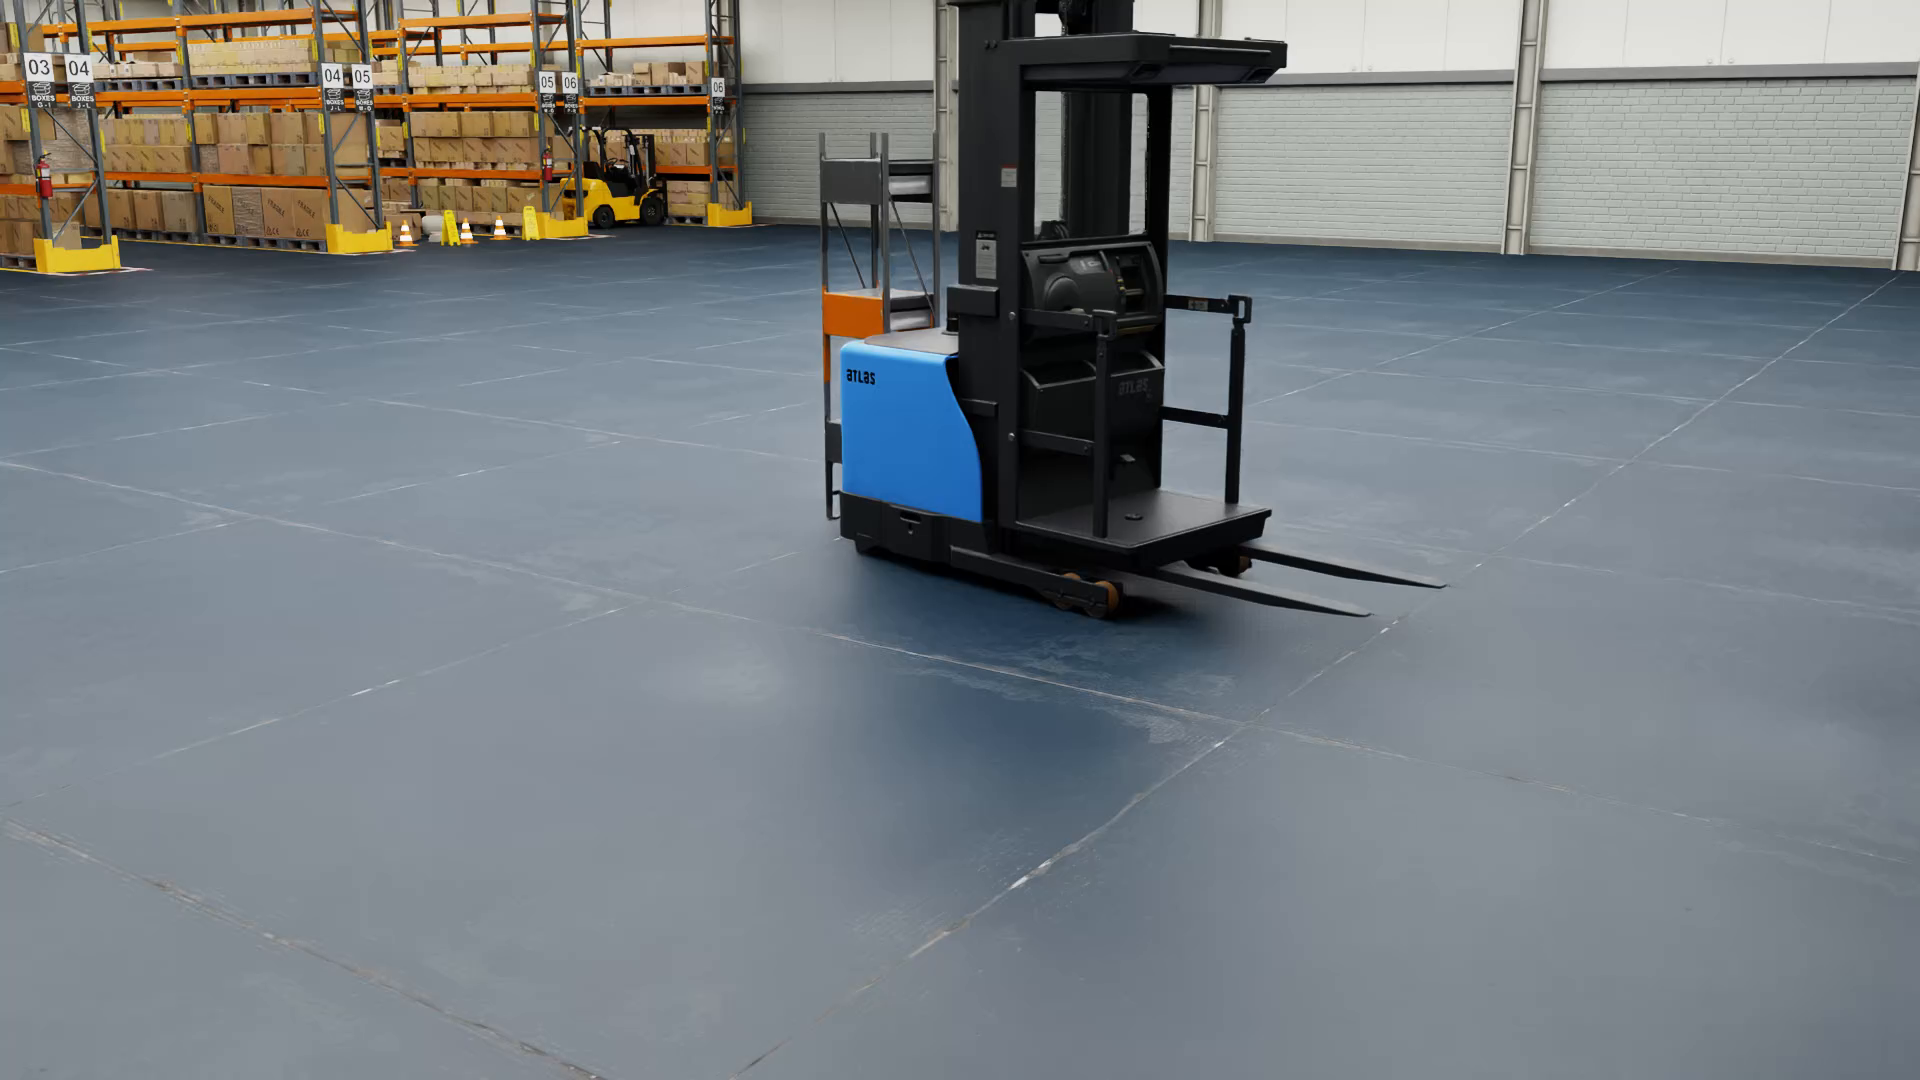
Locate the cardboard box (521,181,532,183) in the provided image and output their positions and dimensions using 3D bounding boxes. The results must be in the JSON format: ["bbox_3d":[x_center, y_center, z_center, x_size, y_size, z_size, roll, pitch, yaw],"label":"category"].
[{"bbox_3d":[-10.794,-8.527,41.094,0.625,0.625,0.875,10,17,35],"label":"cardboard box"}]

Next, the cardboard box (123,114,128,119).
[{"bbox_3d":[-20.231,-10.342,40.719,0.250,0.149,0.380,9,17,33],"label":"cardboard box"}]

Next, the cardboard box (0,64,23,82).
[{"bbox_3d":[-14.052,-7.006,24.954,0.500,0.250,0.500,10,17,34],"label":"cardboard box"}]

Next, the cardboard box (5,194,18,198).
[{"bbox_3d":[-19.707,-7.326,34.941,0.500,0.250,0.500,10,17,34],"label":"cardboard box"}]

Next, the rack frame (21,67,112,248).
[{"bbox_3d":[-13.510,-5.609,25.240,0.127,3.000,1.000,9,17,33],"label":"rack frame"}]

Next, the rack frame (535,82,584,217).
[{"bbox_3d":[-7.980,-7.585,33.222,0.127,3.000,1.000,9,17,33],"label":"rack frame"}]

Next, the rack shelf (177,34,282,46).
[{"bbox_3d":[-16.277,-11.295,38.053,4.000,0.370,1.077,9,17,33],"label":"rack shelf"}]

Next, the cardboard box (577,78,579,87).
[{"bbox_3d":[-9.268,-10.825,39.172,0.500,0.311,0.500,9,16,31],"label":"cardboard box"}]

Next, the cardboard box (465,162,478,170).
[{"bbox_3d":[-9.935,-7.692,34.175,0.250,0.149,0.380,9,17,33],"label":"cardboard box"}]

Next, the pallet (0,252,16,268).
[{"bbox_3d":[-15.236,-4.545,26.746,1.213,0.211,1.003,9,17,33],"label":"pallet"}]

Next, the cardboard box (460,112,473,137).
[{"bbox_3d":[-9.758,-8.500,34.011,0.500,0.500,0.700,9,17,32],"label":"cardboard box"}]

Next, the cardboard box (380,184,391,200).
[{"bbox_3d":[-14.894,-9.065,43.529,0.500,0.500,0.500,10,17,35],"label":"cardboard box"}]

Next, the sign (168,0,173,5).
[{"bbox_3d":[-18.267,-12.529,38.437,0.005,0.325,0.100,9,17,33],"label":"sign"}]

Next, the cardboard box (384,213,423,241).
[{"bbox_3d":[-10.850,-6.104,32.434,0.637,0.503,0.797,-1,14,-6],"label":"cardboard box"}]

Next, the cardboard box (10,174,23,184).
[{"bbox_3d":[-14.305,-5.541,25.488,0.250,0.149,0.380,9,17,33],"label":"cardboard box"}]

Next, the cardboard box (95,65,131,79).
[{"bbox_3d":[-16.403,-9.085,32.268,0.500,0.250,0.500,10,17,34],"label":"cardboard box"}]

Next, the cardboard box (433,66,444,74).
[{"bbox_3d":[-10.570,-9.629,34.098,0.250,0.149,0.380,9,17,32],"label":"cardboard box"}]

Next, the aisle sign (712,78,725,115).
[{"bbox_3d":[-5.322,-9.770,36.637,0.004,0.787,0.394,9,17,33],"label":"aisle sign"}]

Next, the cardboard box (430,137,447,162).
[{"bbox_3d":[-10.660,-8.137,34.625,0.500,0.500,0.500,9,17,33],"label":"cardboard box"}]

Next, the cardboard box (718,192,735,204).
[{"bbox_3d":[-5.487,-7.792,37.864,0.500,0.250,0.500,10,17,34],"label":"cardboard box"}]

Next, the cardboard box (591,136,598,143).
[{"bbox_3d":[-8.414,-9.380,38.914,0.250,0.149,0.380,9,16,32],"label":"cardboard box"}]

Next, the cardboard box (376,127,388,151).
[{"bbox_3d":[-12.222,-8.601,35.624,0.500,0.500,0.500,9,17,33],"label":"cardboard box"}]

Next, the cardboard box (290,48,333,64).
[{"bbox_3d":[-11.220,-8.374,28.779,0.500,0.250,0.500,9,17,34],"label":"cardboard box"}]

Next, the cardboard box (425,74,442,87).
[{"bbox_3d":[-10.653,-9.468,34.280,0.500,0.250,0.500,9,17,32],"label":"cardboard box"}]

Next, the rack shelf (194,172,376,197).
[{"bbox_3d":[-12.318,-6.504,30.350,4.000,0.370,1.077,9,17,33],"label":"rack shelf"}]

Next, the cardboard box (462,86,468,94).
[{"bbox_3d":[-9.896,-9.158,33.855,0.250,0.149,0.380,9,17,33],"label":"cardboard box"}]

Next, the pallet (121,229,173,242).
[{"bbox_3d":[-15.676,-6.019,32.700,1.213,0.211,1.003,9,17,33],"label":"pallet"}]

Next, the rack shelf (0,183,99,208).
[{"bbox_3d":[-15.170,-5.528,26.410,4.000,0.370,1.077,9,17,33],"label":"rack shelf"}]

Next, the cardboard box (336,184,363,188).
[{"bbox_3d":[-16.485,-9.349,44.675,0.500,0.500,0.700,8,16,31],"label":"cardboard box"}]

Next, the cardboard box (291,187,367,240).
[{"bbox_3d":[-11.258,-5.835,29.699,0.875,0.875,0.875,9,17,33],"label":"cardboard box"}]

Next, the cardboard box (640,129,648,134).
[{"bbox_3d":[-7.103,-9.331,38.097,0.250,0.149,0.380,9,17,33],"label":"cardboard box"}]

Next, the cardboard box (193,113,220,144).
[{"bbox_3d":[-13.690,-7.662,30.972,0.550,0.550,0.875,9,17,33],"label":"cardboard box"}]

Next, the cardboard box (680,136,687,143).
[{"bbox_3d":[-6.066,-9.005,37.399,0.250,0.149,0.380,10,17,34],"label":"cardboard box"}]

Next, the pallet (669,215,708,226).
[{"bbox_3d":[-5.870,-7.316,37.938,1.213,0.211,1.003,9,17,33],"label":"pallet"}]

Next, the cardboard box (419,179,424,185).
[{"bbox_3d":[-13.662,-9.196,42.707,0.250,0.149,0.380,9,17,33],"label":"cardboard box"}]

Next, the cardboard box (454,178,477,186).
[{"bbox_3d":[-10.237,-7.404,34.427,0.250,0.149,0.380,10,17,36],"label":"cardboard box"}]

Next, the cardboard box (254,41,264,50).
[{"bbox_3d":[-12.182,-8.706,29.290,0.250,0.149,0.380,9,16,32],"label":"cardboard box"}]

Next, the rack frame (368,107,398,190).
[{"bbox_3d":[-15.170,-10.185,43.723,0.127,3.000,1.000,9,17,33],"label":"rack frame"}]

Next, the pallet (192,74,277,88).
[{"bbox_3d":[-13.304,-8.422,30.546,1.213,0.211,1.003,9,17,33],"label":"pallet"}]

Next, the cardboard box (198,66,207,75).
[{"bbox_3d":[-13.649,-8.556,30.345,0.250,0.149,0.380,9,17,33],"label":"cardboard box"}]

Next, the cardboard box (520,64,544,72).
[{"bbox_3d":[-8.425,-9.293,32.741,0.250,0.149,0.380,9,17,33],"label":"cardboard box"}]

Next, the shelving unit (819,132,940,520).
[{"bbox_3d":[-0.427,-1.124,8.994,0.503,2.100,0.431,13,19,43],"label":"shelving unit"}]

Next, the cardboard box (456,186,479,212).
[{"bbox_3d":[-10.080,-7.082,34.479,0.500,0.500,0.500,10,17,36],"label":"cardboard box"}]

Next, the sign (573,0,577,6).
[{"bbox_3d":[-8.824,-12.406,38.103,0.005,0.325,0.100,9,17,33],"label":"sign"}]

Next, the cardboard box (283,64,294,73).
[{"bbox_3d":[-11.545,-8.216,28.970,0.250,0.149,0.380,9,17,34],"label":"cardboard box"}]

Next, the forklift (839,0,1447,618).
[{"bbox_3d":[0.779,-1.215,7.630,3.031,2.935,1.130,13,19,43],"label":"forklift"}]

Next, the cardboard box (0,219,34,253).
[{"bbox_3d":[-15.043,-4.848,26.492,0.500,0.500,0.500,11,18,38],"label":"cardboard box"}]

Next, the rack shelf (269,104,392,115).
[{"bbox_3d":[-16.829,-11.560,44.532,4.000,0.370,1.077,9,17,33],"label":"rack shelf"}]

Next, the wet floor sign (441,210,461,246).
[{"bbox_3d":[-9.529,-5.833,31.042,0.232,0.644,0.267,6,15,23],"label":"wet floor sign"}]

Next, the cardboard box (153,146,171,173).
[{"bbox_3d":[-14.979,-7.254,31.676,0.500,0.500,0.500,9,17,32],"label":"cardboard box"}]
